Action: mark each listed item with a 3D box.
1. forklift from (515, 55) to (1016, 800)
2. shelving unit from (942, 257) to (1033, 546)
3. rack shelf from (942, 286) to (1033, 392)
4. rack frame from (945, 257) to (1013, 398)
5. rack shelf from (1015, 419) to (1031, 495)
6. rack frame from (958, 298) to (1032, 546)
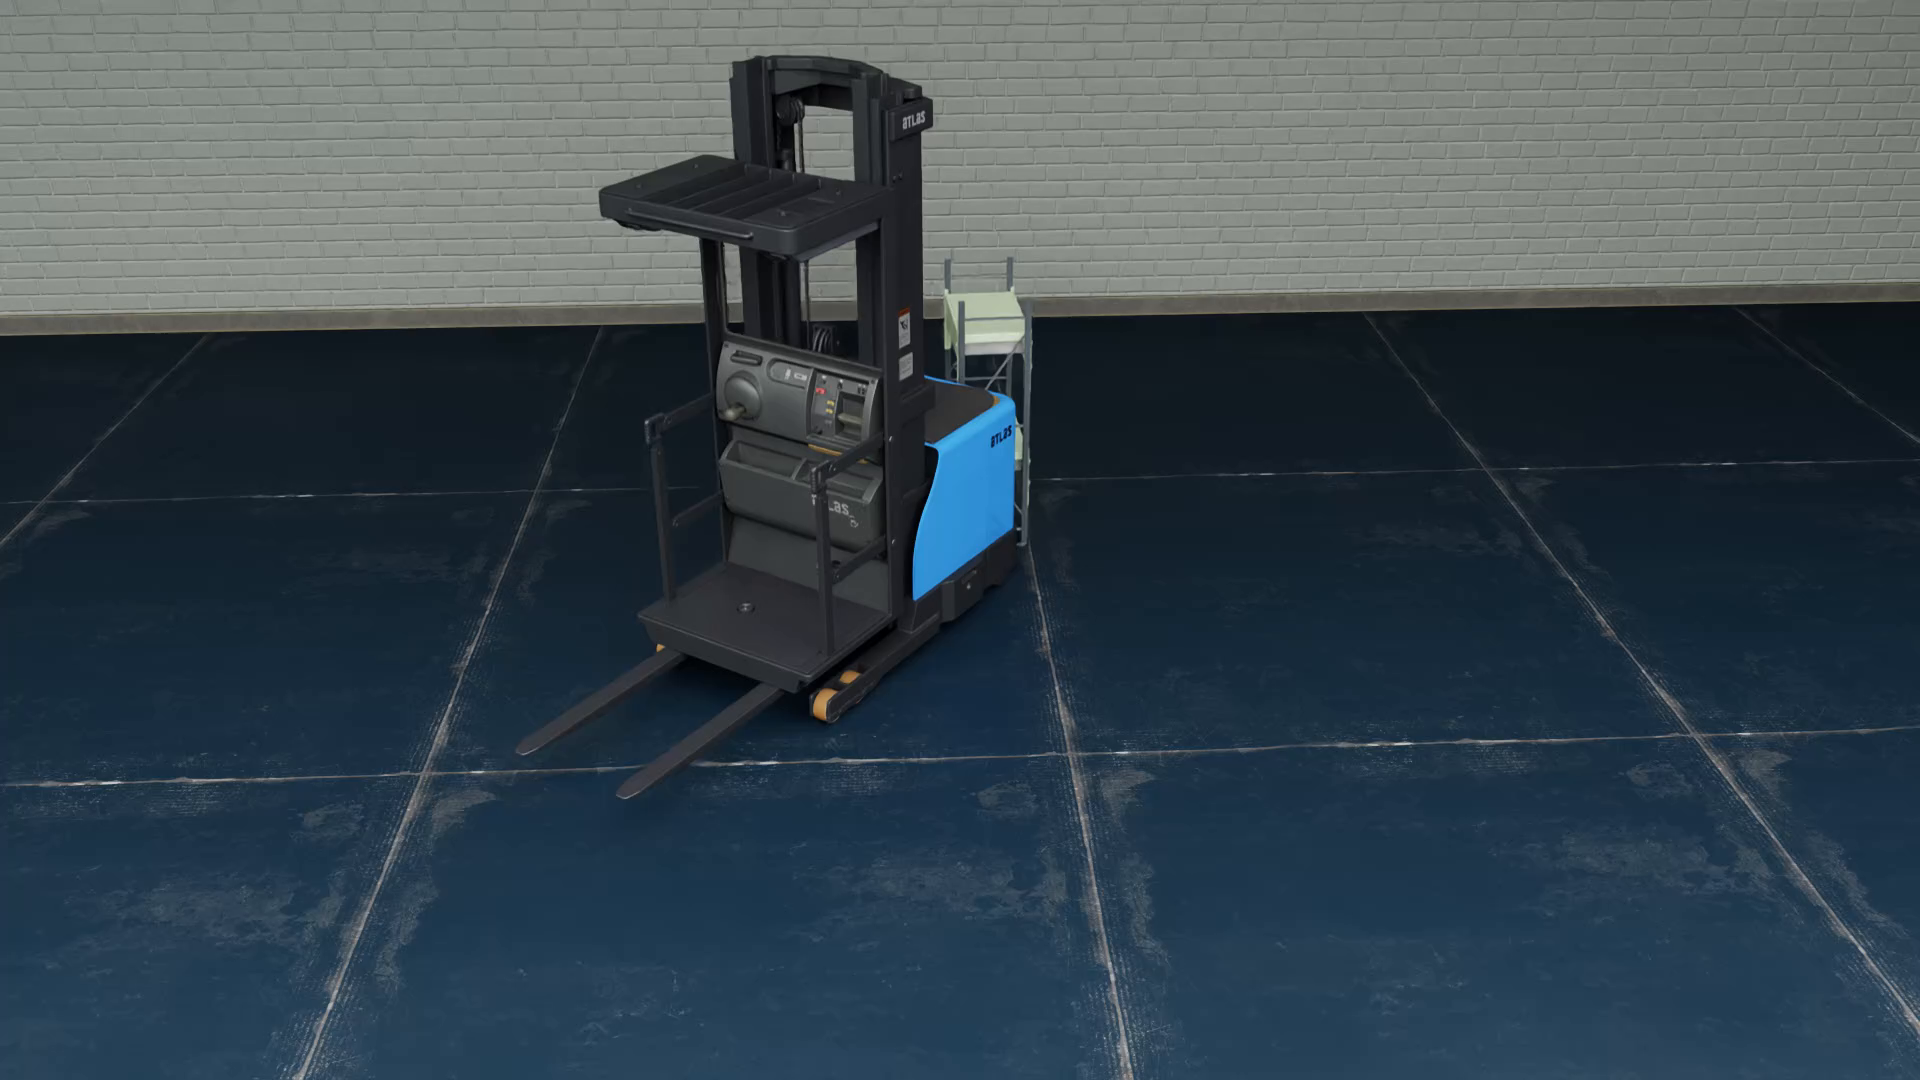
[{"bbox_3d":[-0.903,-0.662,7.851,1.130,2.935,3.031,16,32,28],"label":"forklift"},{"bbox_3d":[0.150,-0.799,9.659,0.431,1.500,0.755,-3,28,-6],"label":"shelving unit"},{"bbox_3d":[0.150,-1.145,9.479,0.431,0.370,0.720,-3,28,-6],"label":"rack shelf"},{"bbox_3d":[0.110,-0.967,9.982,0.400,1.500,0.023,-3,28,-6],"label":"rack frame"},{"bbox_3d":[0.150,-0.509,9.810,0.431,0.370,0.720,-3,28,-6],"label":"rack shelf"},{"bbox_3d":[0.190,-0.630,9.337,0.400,1.500,0.023,-3,28,-6],"label":"rack frame"}]
